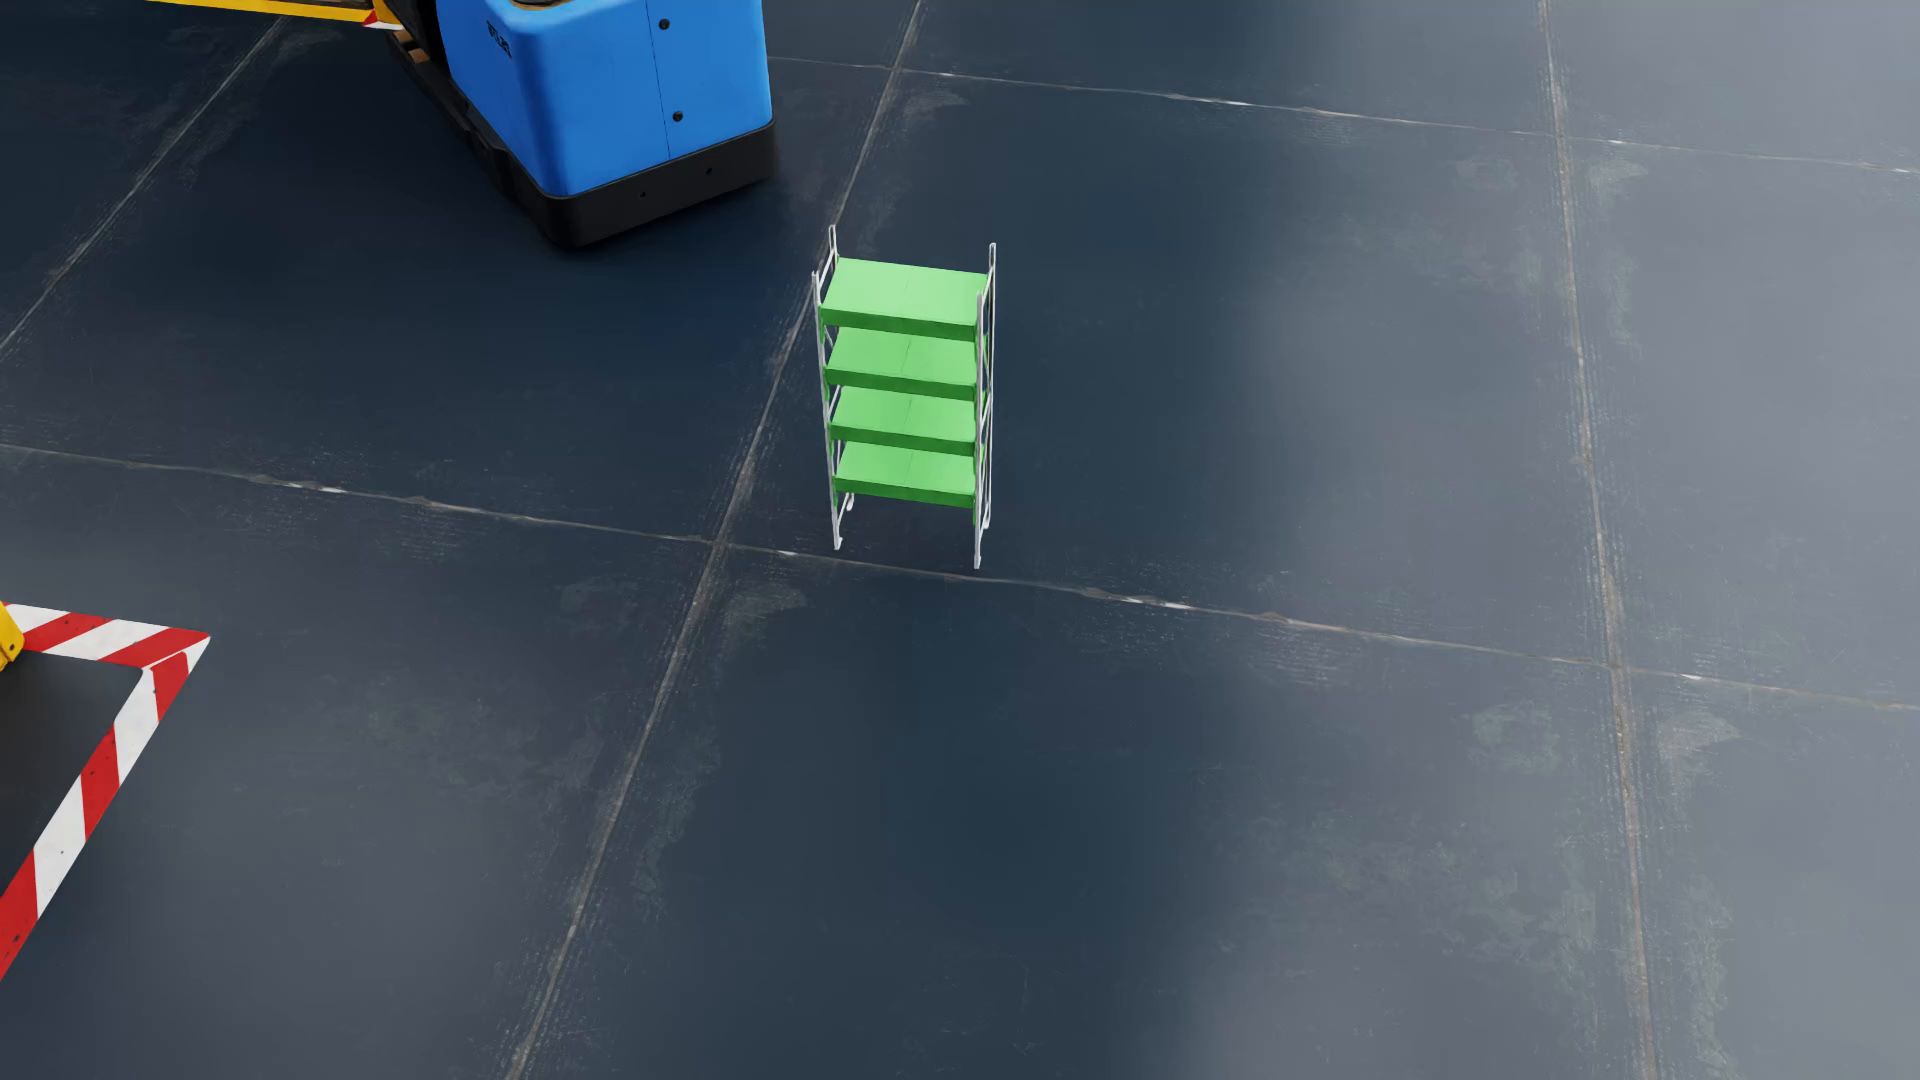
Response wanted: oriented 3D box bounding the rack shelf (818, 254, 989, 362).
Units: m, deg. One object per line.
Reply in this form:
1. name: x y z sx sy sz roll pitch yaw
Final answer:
1. rack shelf: -0.163 -0.701 5.014 0.480 0.148 0.258 8 49 7

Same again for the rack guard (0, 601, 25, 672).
1. rack guard: -3.326 0.543 4.926 0.348 0.500 1.175 8 49 7

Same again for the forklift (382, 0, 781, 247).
1. forklift: -1.992 -3.237 6.688 1.130 2.935 3.031 -26 53 -22

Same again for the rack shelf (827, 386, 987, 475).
1. rack shelf: -0.163 -0.380 5.371 0.480 0.148 0.258 8 49 7

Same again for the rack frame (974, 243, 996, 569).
1. rack frame: 0.077 -0.391 5.294 0.015 1.200 0.240 8 49 7

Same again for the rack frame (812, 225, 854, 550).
1. rack frame: -0.403 -0.455 5.352 0.015 1.200 0.240 8 49 7

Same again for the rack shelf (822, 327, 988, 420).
1. rack shelf: -0.163 -0.541 5.192 0.480 0.148 0.258 8 49 7

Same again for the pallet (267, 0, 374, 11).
1. pallet: -3.347 -3.076 8.372 1.213 0.211 1.003 8 49 7

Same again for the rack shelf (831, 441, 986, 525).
1. rack shelf: -0.163 -0.220 5.549 0.480 0.148 0.258 8 49 7

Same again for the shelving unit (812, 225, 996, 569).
1. shelving unit: -0.163 -0.423 5.323 0.503 1.200 0.258 8 49 7

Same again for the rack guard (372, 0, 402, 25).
1. rack guard: -2.549 -3.061 8.164 0.348 0.500 1.175 8 49 7
